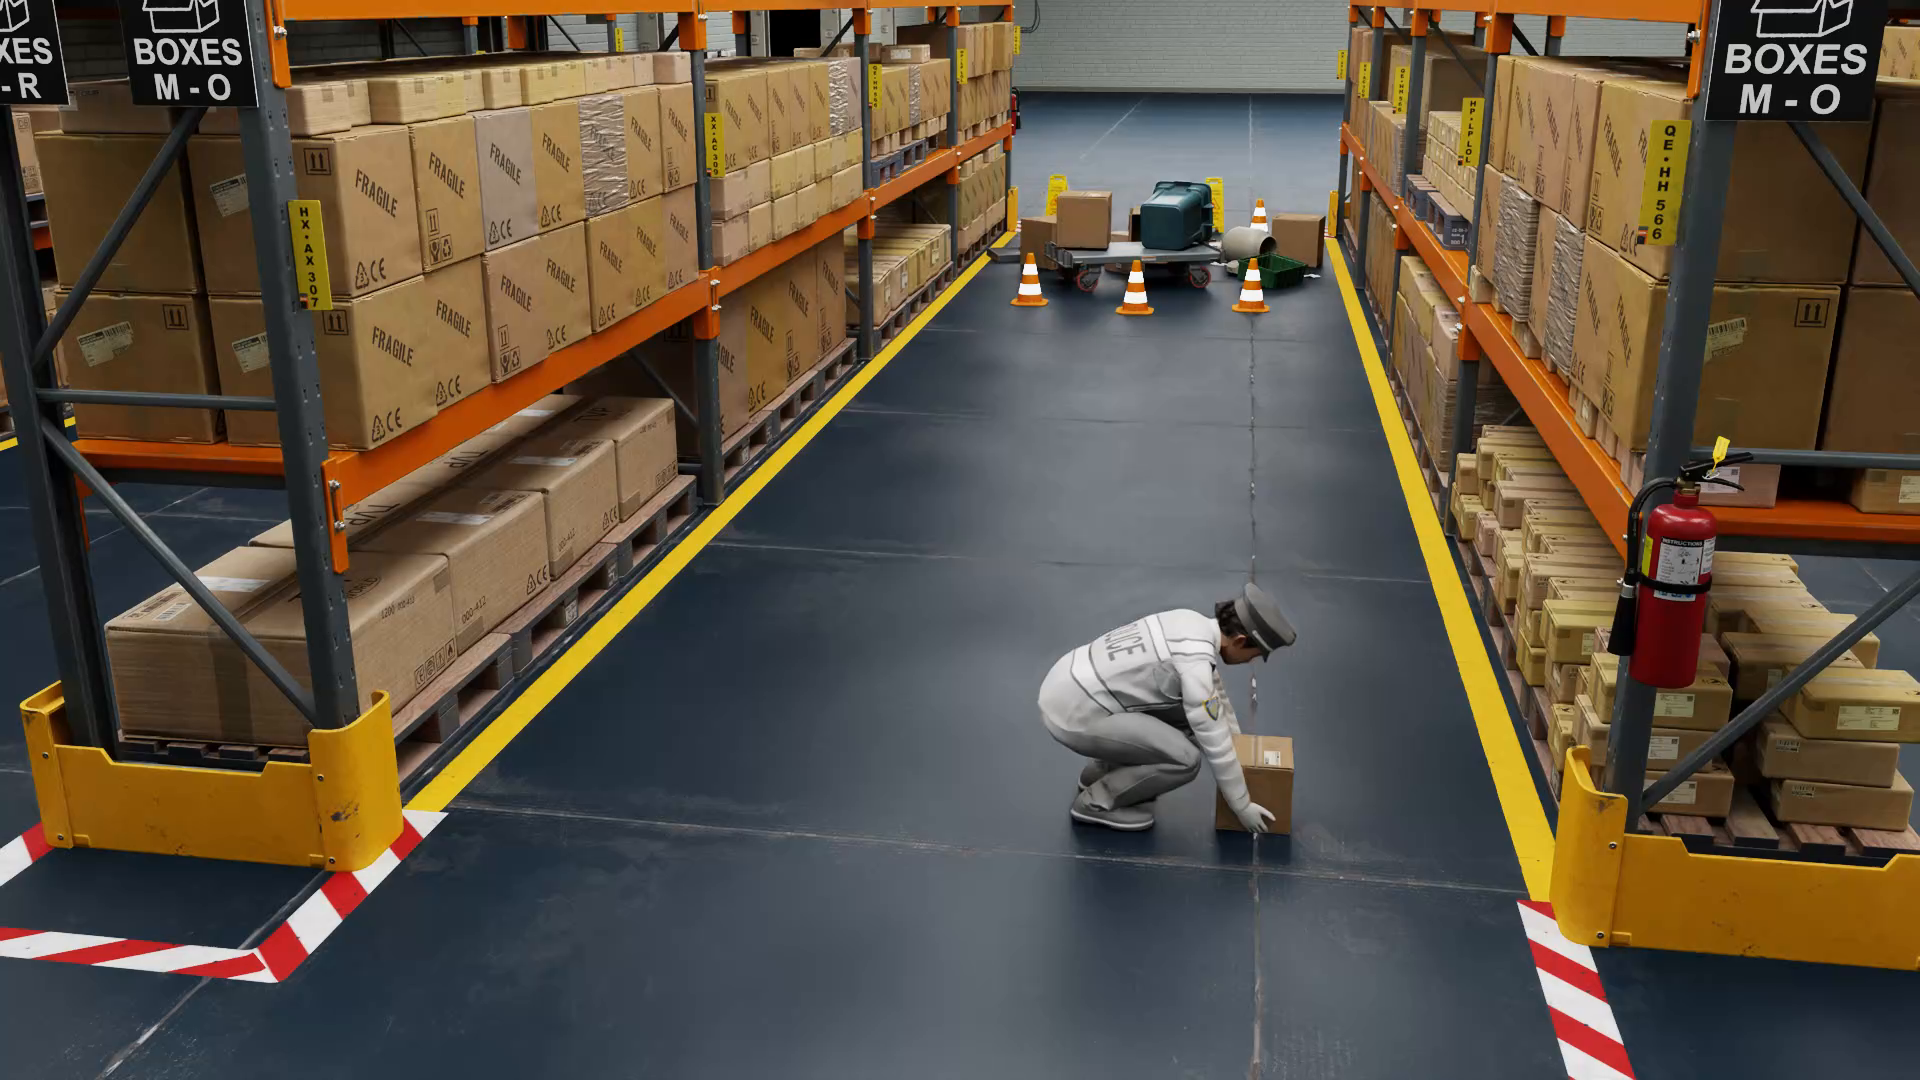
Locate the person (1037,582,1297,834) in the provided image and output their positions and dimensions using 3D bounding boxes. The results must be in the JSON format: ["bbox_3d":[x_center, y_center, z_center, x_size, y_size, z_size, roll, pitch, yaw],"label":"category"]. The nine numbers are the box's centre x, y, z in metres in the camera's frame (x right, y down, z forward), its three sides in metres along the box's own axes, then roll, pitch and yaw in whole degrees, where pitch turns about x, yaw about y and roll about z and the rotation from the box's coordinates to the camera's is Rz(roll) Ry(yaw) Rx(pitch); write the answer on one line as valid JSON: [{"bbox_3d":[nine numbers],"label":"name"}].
[{"bbox_3d":[0.704,0.563,5.710,0.863,0.849,0.478,3,18,9],"label":"person"}]
